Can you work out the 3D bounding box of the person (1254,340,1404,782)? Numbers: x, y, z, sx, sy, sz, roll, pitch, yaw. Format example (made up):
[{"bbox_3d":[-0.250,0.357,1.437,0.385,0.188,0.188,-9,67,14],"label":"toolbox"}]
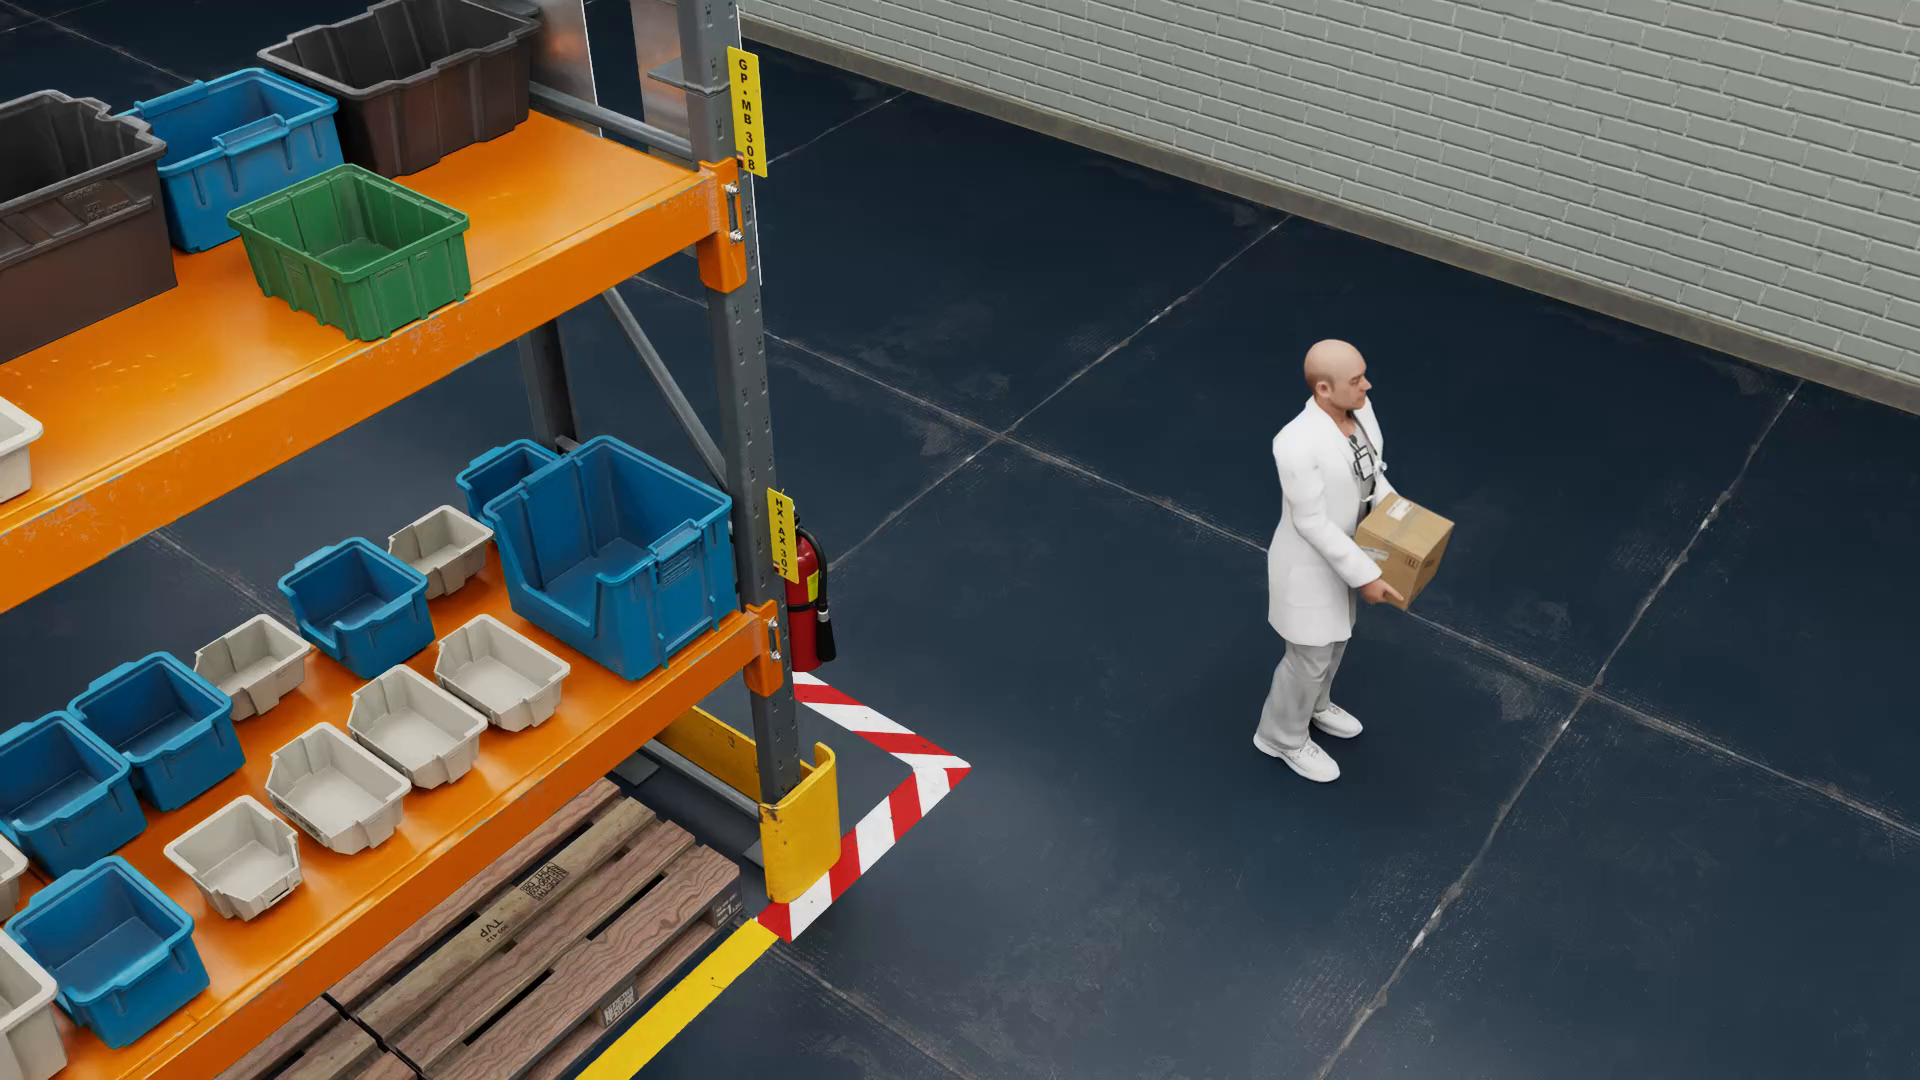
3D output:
[{"bbox_3d":[1.397,0.108,6.034,0.562,1.769,0.527,26,45,29],"label":"person"}]
